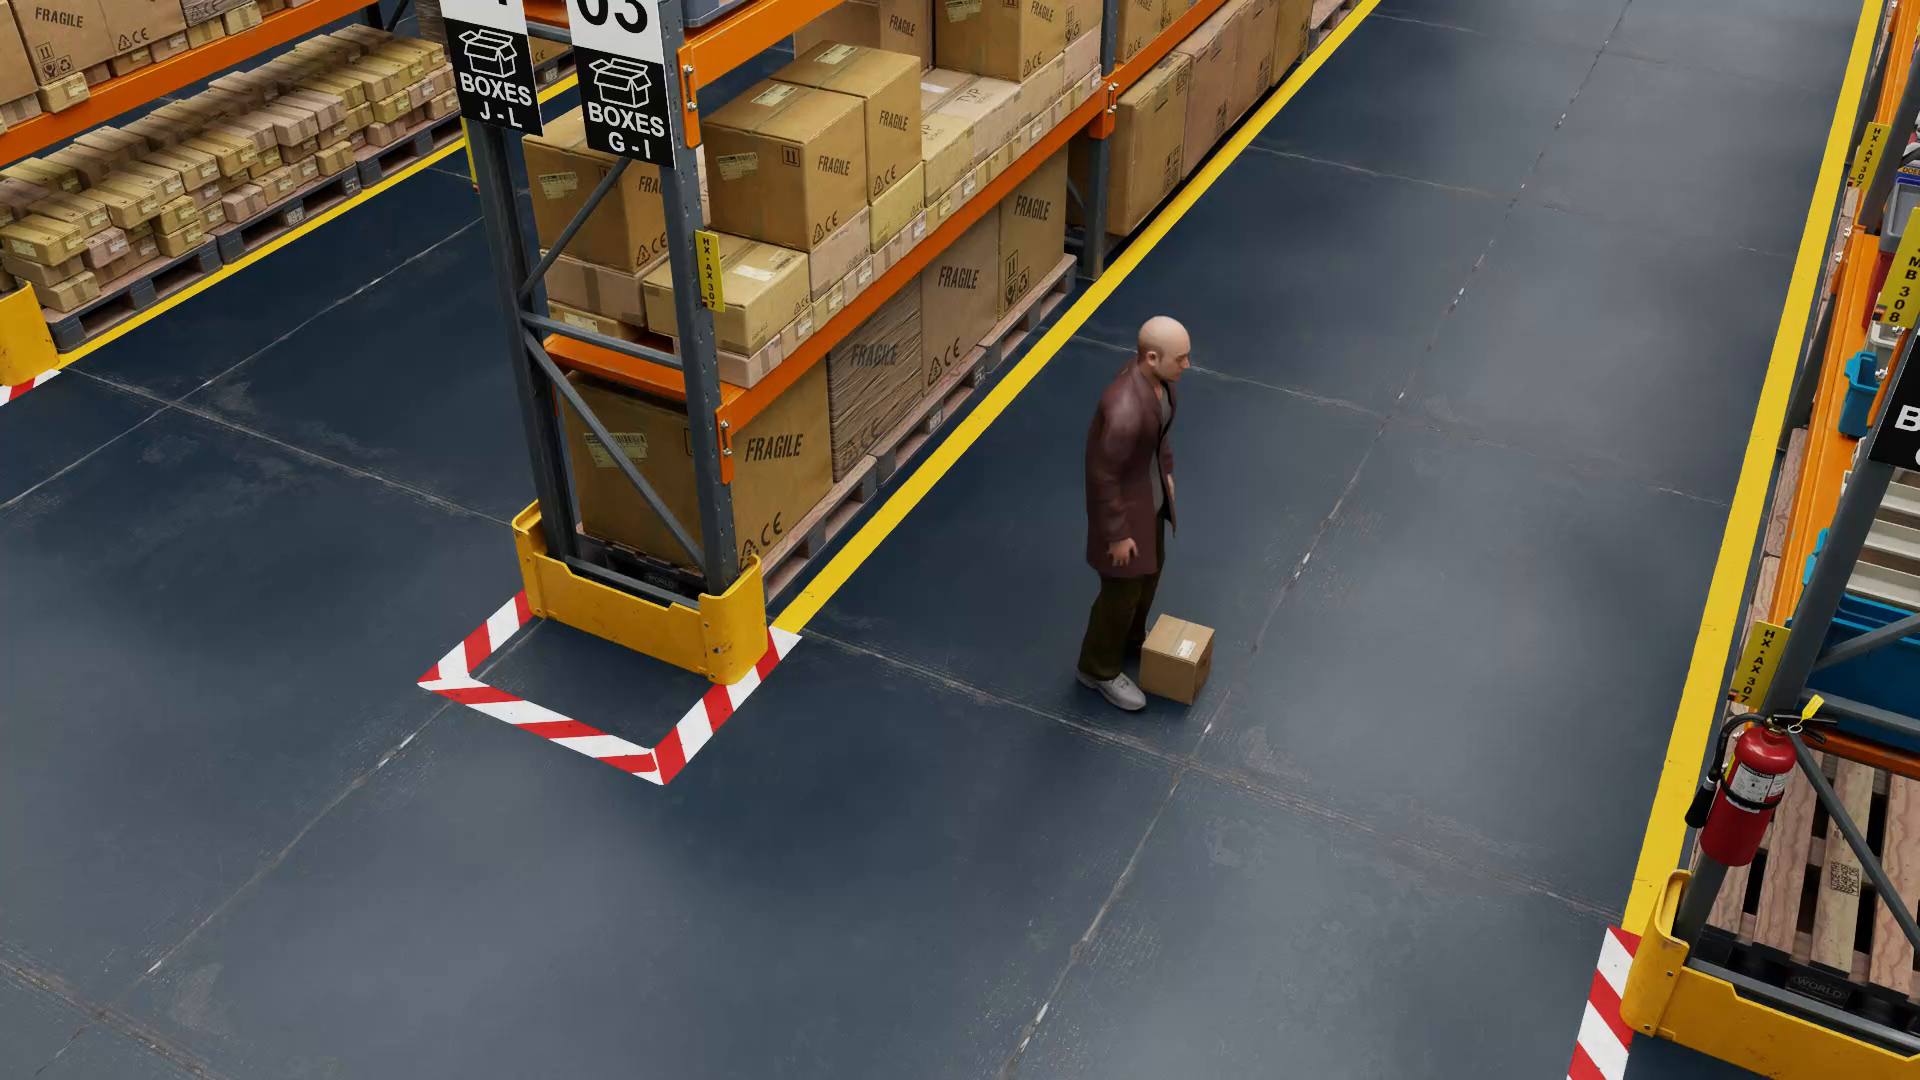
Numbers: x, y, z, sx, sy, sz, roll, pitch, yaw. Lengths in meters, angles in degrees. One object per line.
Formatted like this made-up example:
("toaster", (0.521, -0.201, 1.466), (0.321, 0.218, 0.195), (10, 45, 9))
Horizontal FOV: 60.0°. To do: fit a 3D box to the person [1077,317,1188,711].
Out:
("person", (0.731, -0.145, 6.951), (0.423, 1.774, 0.643), (18, 41, 22))
